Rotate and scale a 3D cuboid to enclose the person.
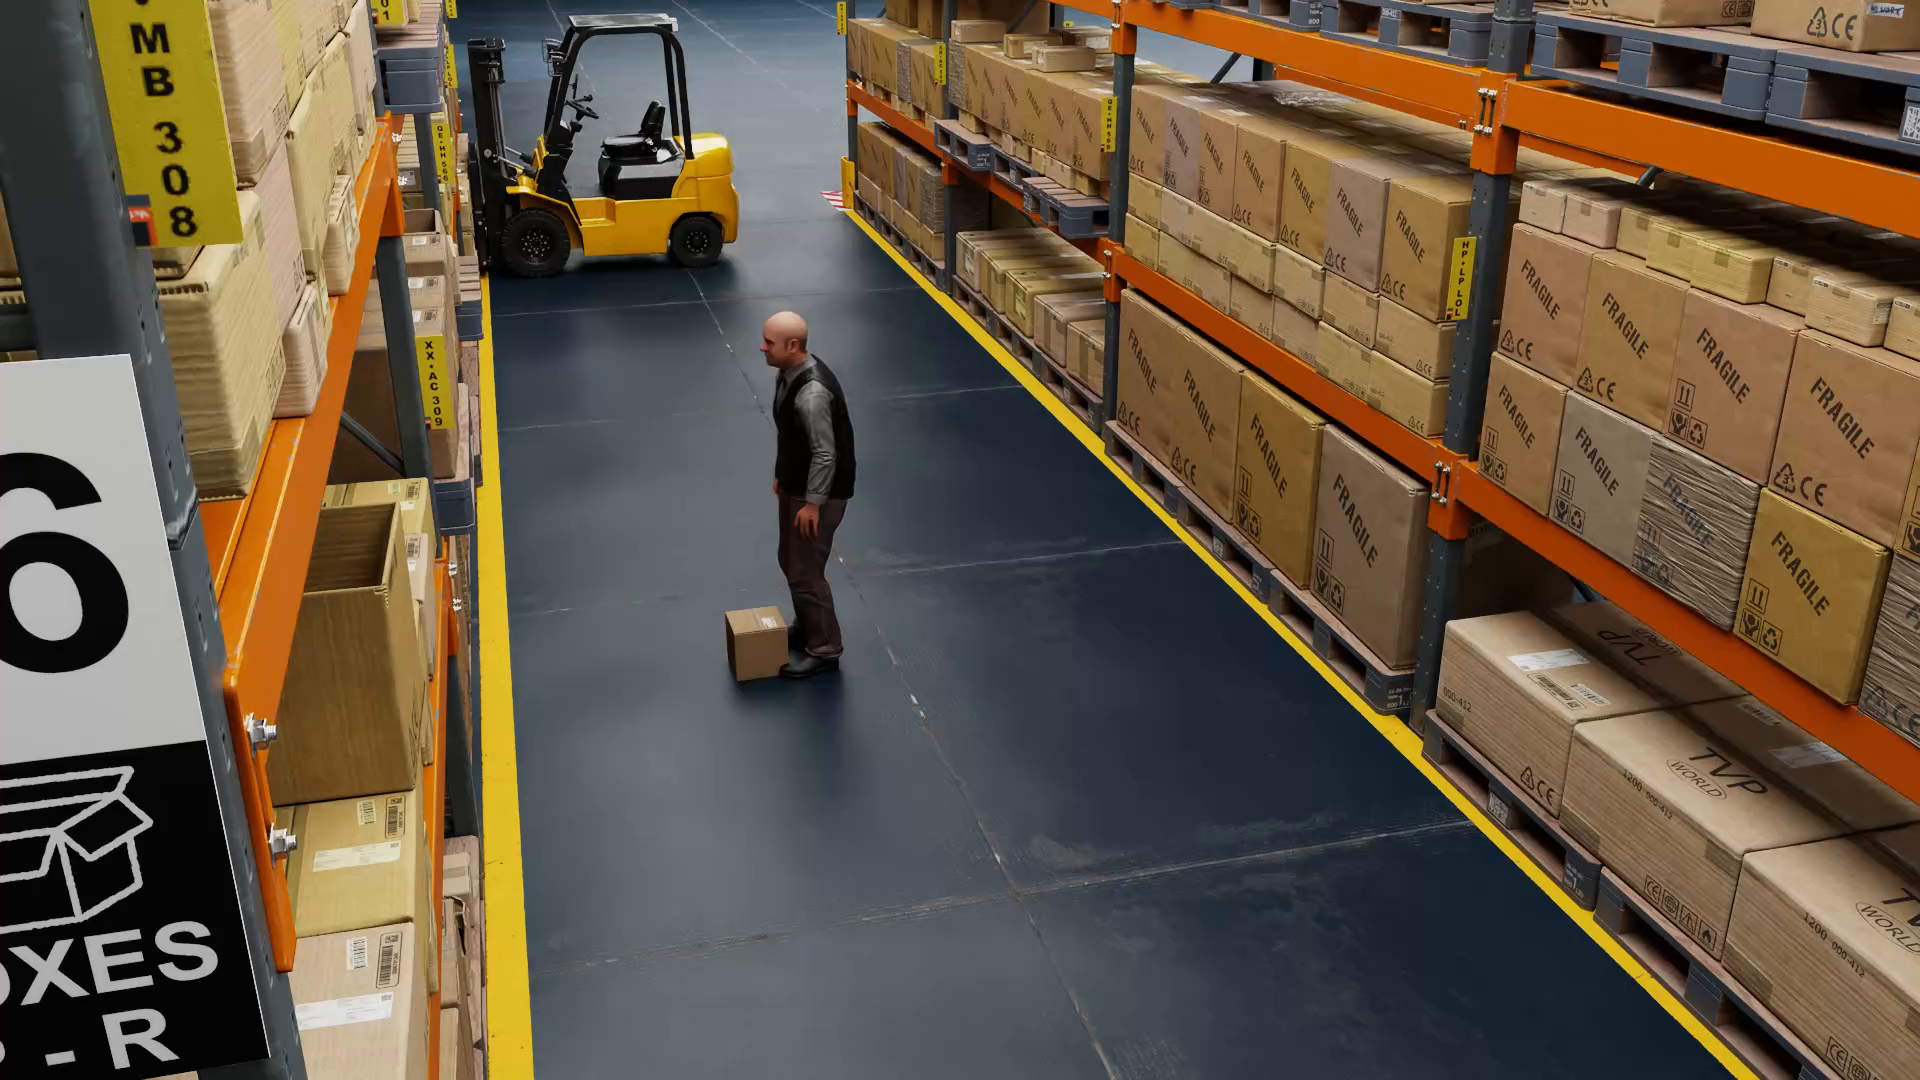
[{"bbox_3d":[-0.691,-0.220,7.650,0.413,1.721,0.589,-7,24,-16],"label":"person"}]
